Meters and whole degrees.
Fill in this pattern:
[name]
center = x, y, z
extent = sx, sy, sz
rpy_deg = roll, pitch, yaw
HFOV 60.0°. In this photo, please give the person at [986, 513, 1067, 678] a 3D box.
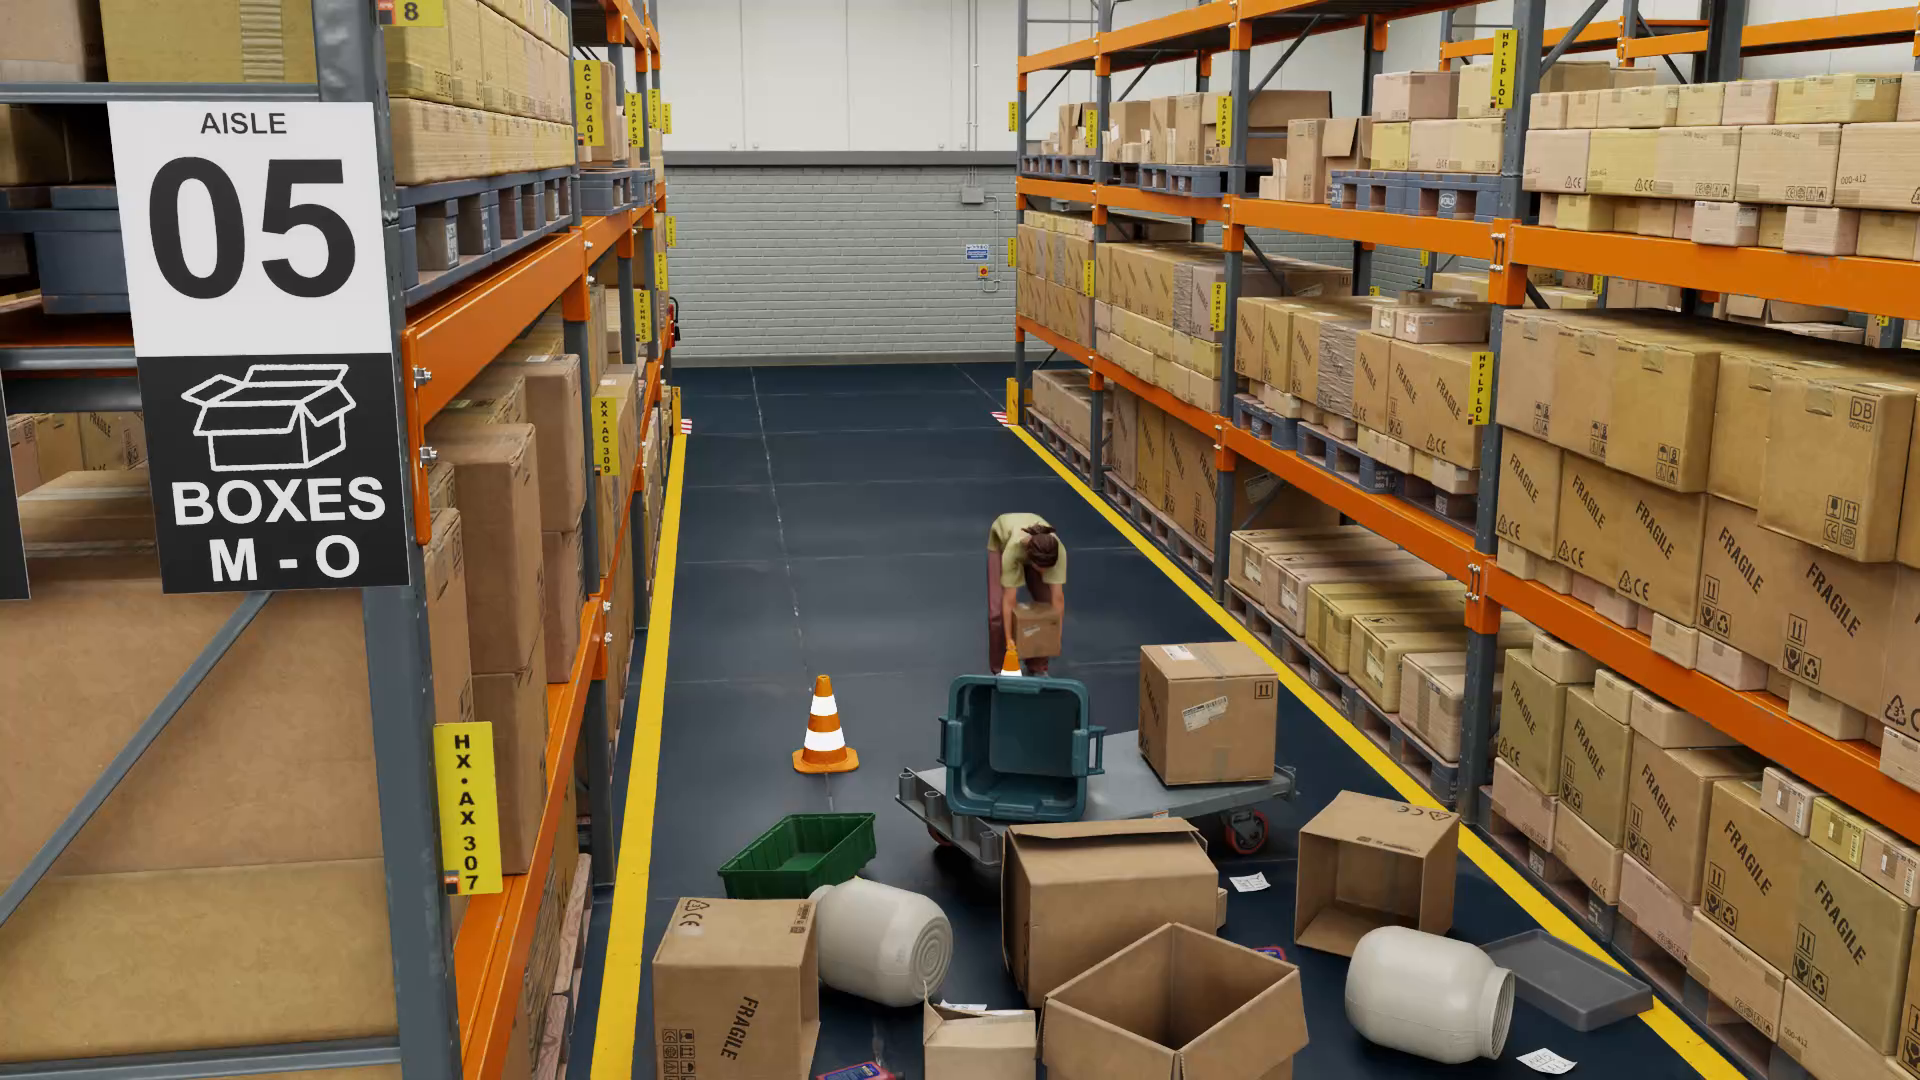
[person]
center = 0.399, 0.377, 9.681
extent = 0.429, 1.084, 0.873
rpy_deg = -2, 13, -10
